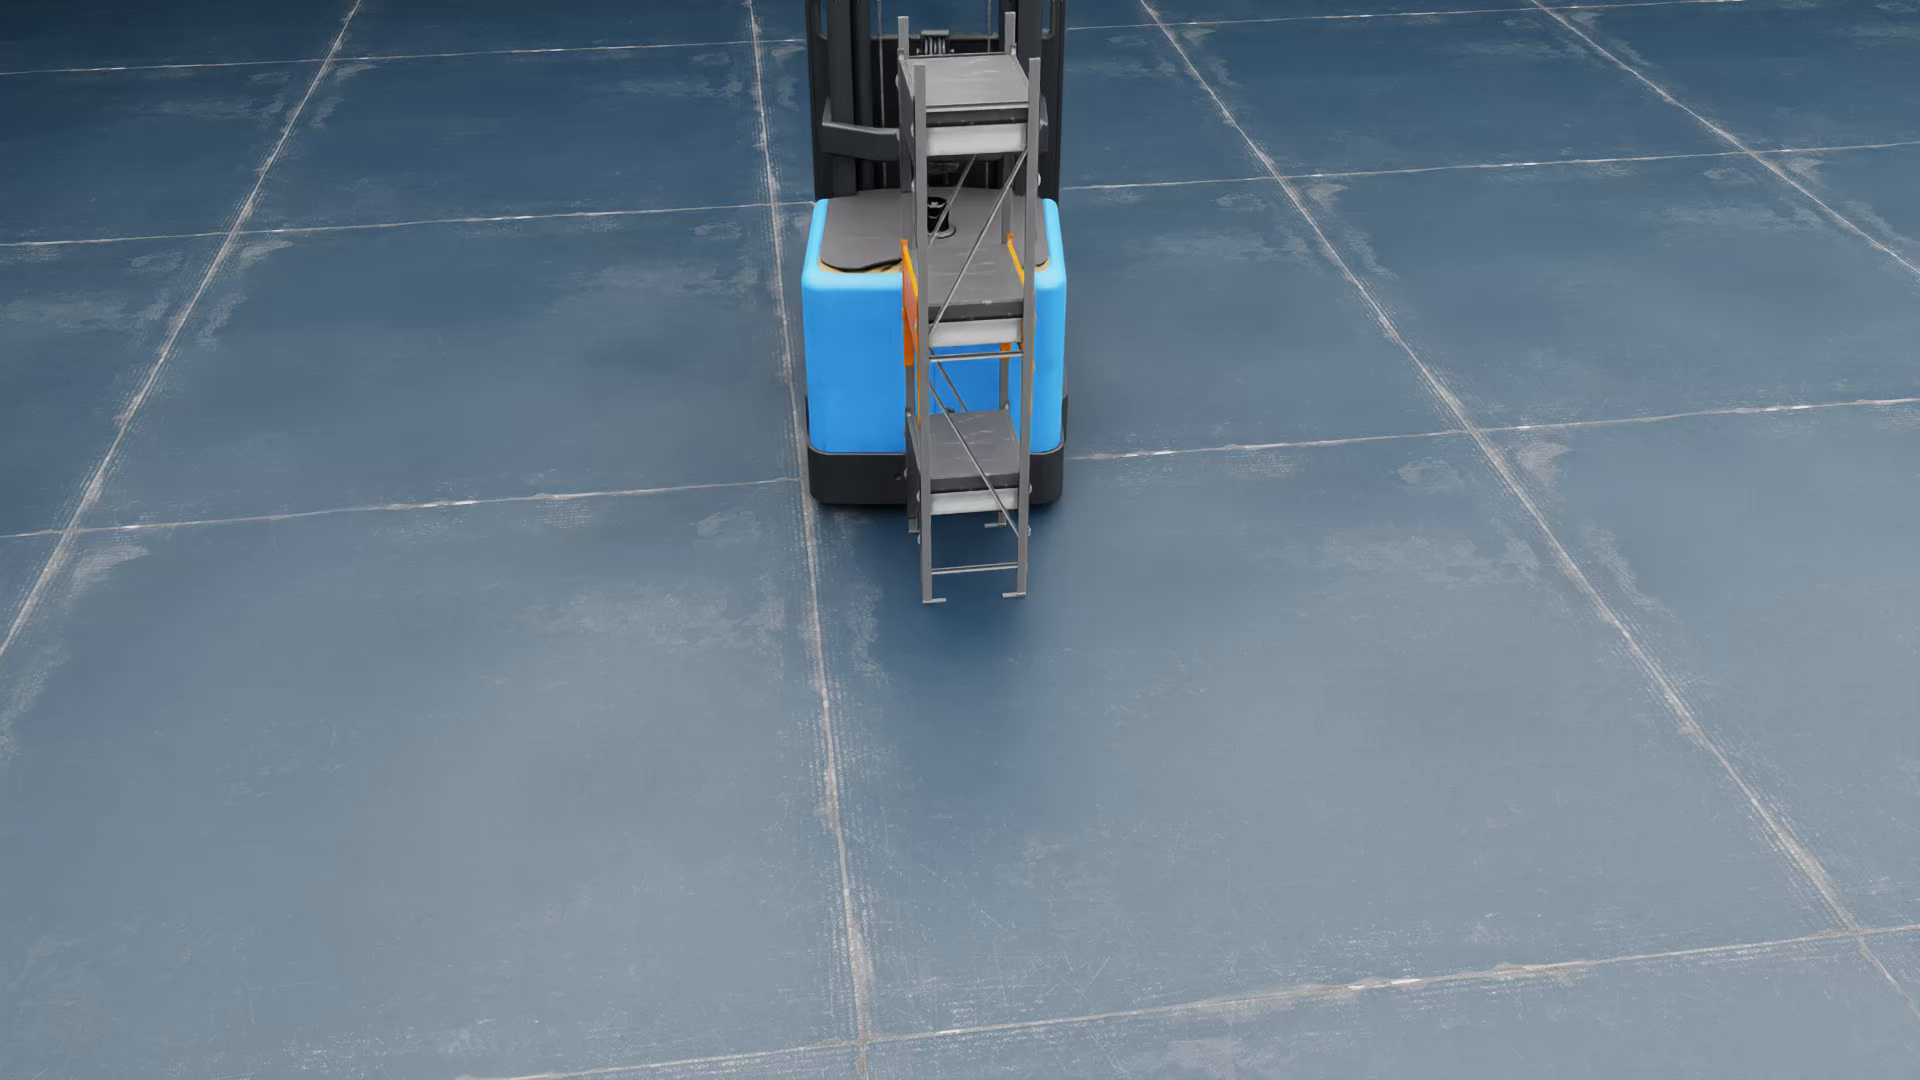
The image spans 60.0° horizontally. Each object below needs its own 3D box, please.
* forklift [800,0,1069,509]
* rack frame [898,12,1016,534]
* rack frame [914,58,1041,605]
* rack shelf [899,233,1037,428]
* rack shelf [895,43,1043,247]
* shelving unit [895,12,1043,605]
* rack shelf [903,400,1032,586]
[{"bbox_3d":[-0.103,-2.133,7.277,1.130,2.935,3.031,0,34,0],"label":"forklift"},{"bbox_3d":[-0.011,-0.911,6.223,0.400,2.100,0.015,-4,35,-6],"label":"rack frame"},{"bbox_3d":[0.055,-0.639,5.823,0.400,2.100,0.015,-4,35,-6],"label":"rack frame"},{"bbox_3d":[0.022,-0.764,6.031,0.431,0.518,0.480,-4,35,-6],"label":"rack shelf"},{"bbox_3d":[0.022,-1.342,5.637,0.431,0.518,0.480,-4,35,-6],"label":"rack shelf"},{"bbox_3d":[0.022,-0.775,6.023,0.431,2.100,0.503,-4,35,-6],"label":"shelving unit"},{"bbox_3d":[0.022,-0.186,6.425,0.431,0.518,0.480,-4,35,-6],"label":"rack shelf"}]
